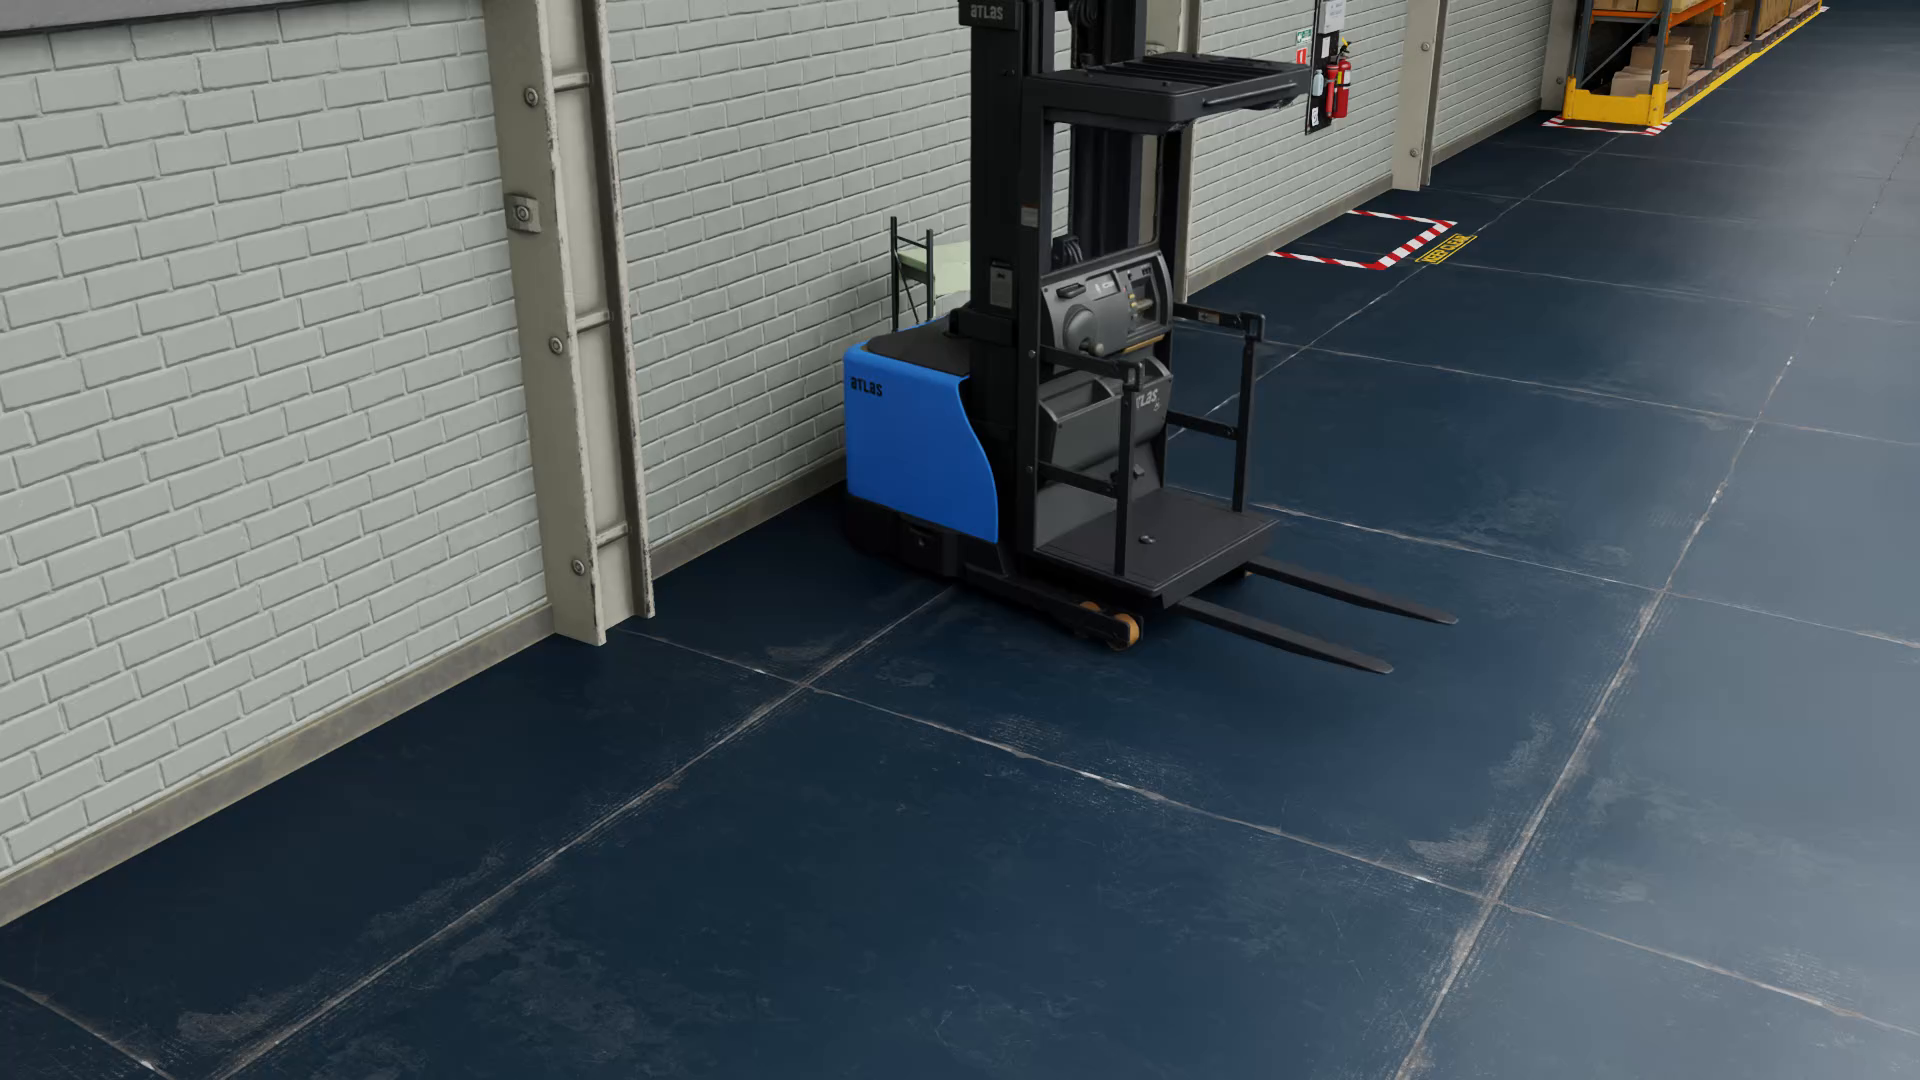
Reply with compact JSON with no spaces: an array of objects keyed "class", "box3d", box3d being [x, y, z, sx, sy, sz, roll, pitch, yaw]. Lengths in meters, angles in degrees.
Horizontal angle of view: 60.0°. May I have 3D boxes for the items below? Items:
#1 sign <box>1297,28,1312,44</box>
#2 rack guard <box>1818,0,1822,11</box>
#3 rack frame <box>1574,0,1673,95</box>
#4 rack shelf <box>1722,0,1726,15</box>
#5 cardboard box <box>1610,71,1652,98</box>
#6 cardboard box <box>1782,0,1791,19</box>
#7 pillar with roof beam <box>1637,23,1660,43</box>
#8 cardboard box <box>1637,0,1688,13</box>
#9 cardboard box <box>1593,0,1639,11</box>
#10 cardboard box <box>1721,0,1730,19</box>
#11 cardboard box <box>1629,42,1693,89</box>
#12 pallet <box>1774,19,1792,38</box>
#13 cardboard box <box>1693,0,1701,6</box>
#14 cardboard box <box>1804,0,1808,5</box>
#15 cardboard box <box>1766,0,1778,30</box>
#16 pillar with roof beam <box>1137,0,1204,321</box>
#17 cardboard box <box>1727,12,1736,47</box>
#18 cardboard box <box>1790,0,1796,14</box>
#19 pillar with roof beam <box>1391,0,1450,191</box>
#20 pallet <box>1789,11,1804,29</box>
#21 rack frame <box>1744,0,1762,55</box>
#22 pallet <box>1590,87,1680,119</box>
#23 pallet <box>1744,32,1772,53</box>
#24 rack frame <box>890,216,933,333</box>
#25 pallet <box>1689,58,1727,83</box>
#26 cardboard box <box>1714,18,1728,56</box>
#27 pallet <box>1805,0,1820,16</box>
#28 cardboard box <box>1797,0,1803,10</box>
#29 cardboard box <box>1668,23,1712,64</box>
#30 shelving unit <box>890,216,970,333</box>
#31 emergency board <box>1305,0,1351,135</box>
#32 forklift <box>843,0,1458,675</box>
[{"class":"sign","box3d":[2.941,-4.306,14.209,0.001,0.109,0.331,14,27,29]},{"class":"rack guard","box3d":[16.630,-10.907,33.315,1.175,0.500,0.348,14,27,29]},{"class":"rack frame","box3d":[8.177,-6.645,20.325,1.000,3.000,0.127,14,27,29]},{"class":"rack shelf","box3d":[11.342,-8.340,25.146,1.077,0.370,4.000,14,27,29]},{"class":"cardboard box","box3d":[8.618,-5.828,21.268,0.500,0.311,0.500,11,26,23]},{"class":"cardboard box","box3d":[14.275,-9.655,29.455,0.750,0.750,0.750,14,27,30]},{"class":"pillar with roof beam","box3d":[14.634,-10.939,22.692,9.100,9.000,0.400,14,27,29]},{"class":"cardboard box","box3d":[8.704,-6.684,20.578,0.500,0.250,0.500,13,27,27]},{"class":"cardboard box","box3d":[8.259,-6.784,20.809,0.500,0.250,0.500,14,27,30]},{"class":"cardboard box","box3d":[11.441,-8.137,25.418,0.500,0.250,0.500,14,27,29]},{"class":"cardboard box","box3d":[9.349,-6.344,22.222,0.700,0.500,0.500,12,26,26]},{"class":"pallet","box3d":[14.164,-9.140,29.597,1.003,0.211,1.213,14,27,29]},{"class":"cardboard box","box3d":[9.240,-7.033,21.384,0.500,0.250,0.500,13,27,28]},{"class":"cardboard box","box3d":[16.069,-10.665,32.228,0.700,0.500,0.500,14,27,29]},{"class":"cardboard box","box3d":[13.364,-9.067,28.096,0.750,0.750,0.750,14,27,29]},{"class":"pillar with roof beam","box3d":[5.139,-4.864,8.658,9.100,9.000,0.400,14,27,29]},{"class":"cardboard box","box3d":[11.691,-7.997,26.040,0.700,0.500,0.500,14,27,29]},{"class":"cardboard box","box3d":[14.989,-9.972,30.627,0.700,0.500,0.500,14,27,30]},{"class":"pillar with roof beam","box3d":[8.304,-6.889,13.336,9.100,9.000,0.400,14,27,29]},{"class":"pallet","box3d":[14.975,-9.656,30.790,1.003,0.211,1.213,14,27,29]},{"class":"rack frame","box3d":[12.397,-9.346,26.562,1.000,3.000,0.127,14,27,29]},{"class":"pallet","box3d":[8.676,-5.658,21.555,1.003,0.211,1.213,14,27,29]},{"class":"pallet","box3d":[12.877,-8.316,27.694,1.003,0.211,1.213,14,27,29]},{"class":"rack frame","box3d":[-0.260,-1.007,9.187,0.023,1.500,0.400,-15,27,-30]},{"class":"pallet","box3d":[10.696,-6.979,24.605,1.003,0.211,1.213,14,27,29]},{"class":"cardboard box","box3d":[11.195,-7.651,25.240,0.700,0.500,0.500,14,27,30]},{"class":"pallet","box3d":[16.262,-10.480,32.692,1.003,0.211,1.213,14,27,29]},{"class":"cardboard box","box3d":[15.529,-10.314,31.417,0.700,0.500,0.500,15,27,30]},{"class":"cardboard box","box3d":[10.661,-7.302,24.435,0.700,0.500,0.500,15,28,31]},{"class":"shelving unit","box3d":[0.046,-1.087,9.372,0.755,1.500,0.431,-15,27,-30]},{"class":"emergency board","box3d":[3.311,-4.212,14.704,0.194,1.169,0.643,14,27,29]},{"class":"forklift","box3d":[0.847,-1.078,7.551,3.031,2.935,1.130,19,30,37]}]
